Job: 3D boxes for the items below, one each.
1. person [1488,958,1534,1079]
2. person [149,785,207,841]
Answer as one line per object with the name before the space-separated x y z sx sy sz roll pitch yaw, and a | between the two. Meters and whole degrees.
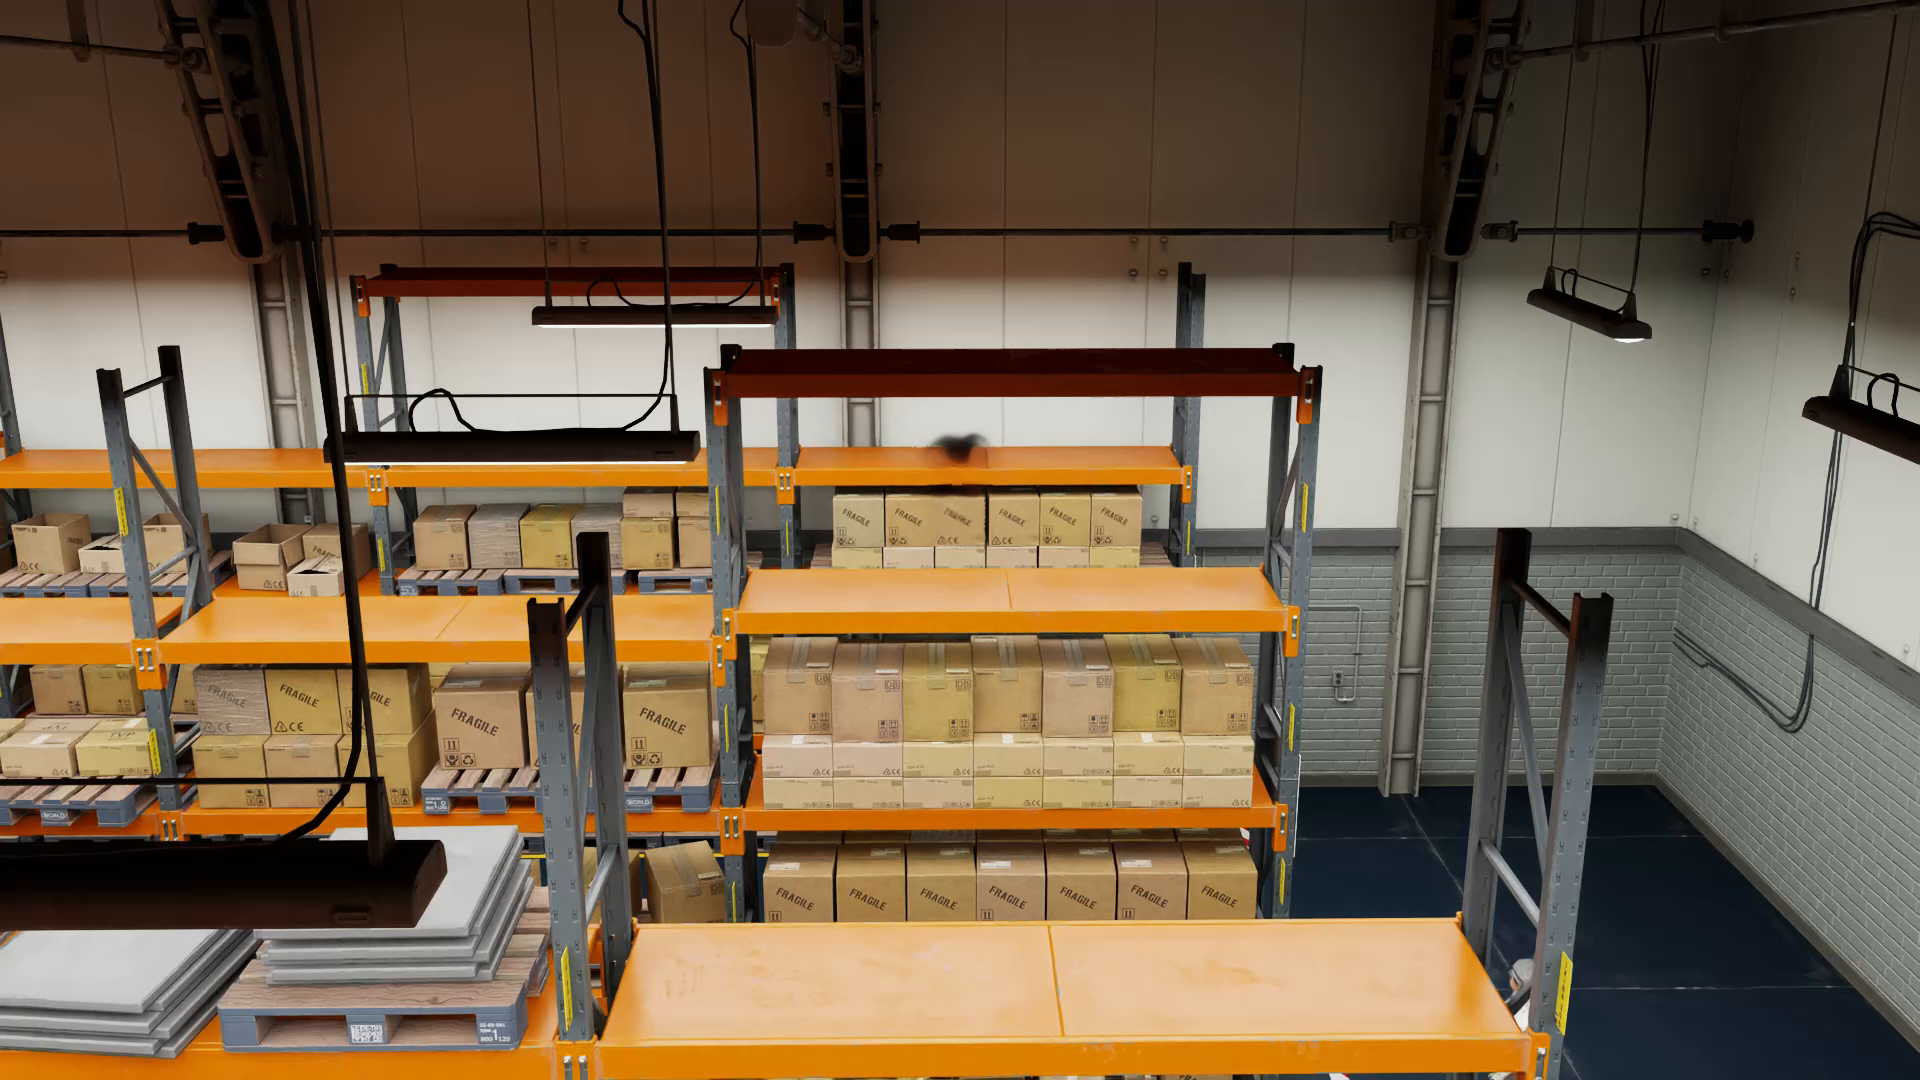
person | 4.145 3.862 12.310 0.517 1.677 0.498 1 16 2
person | -7.553 2.819 16.053 0.512 1.622 0.367 -7 17 -21
